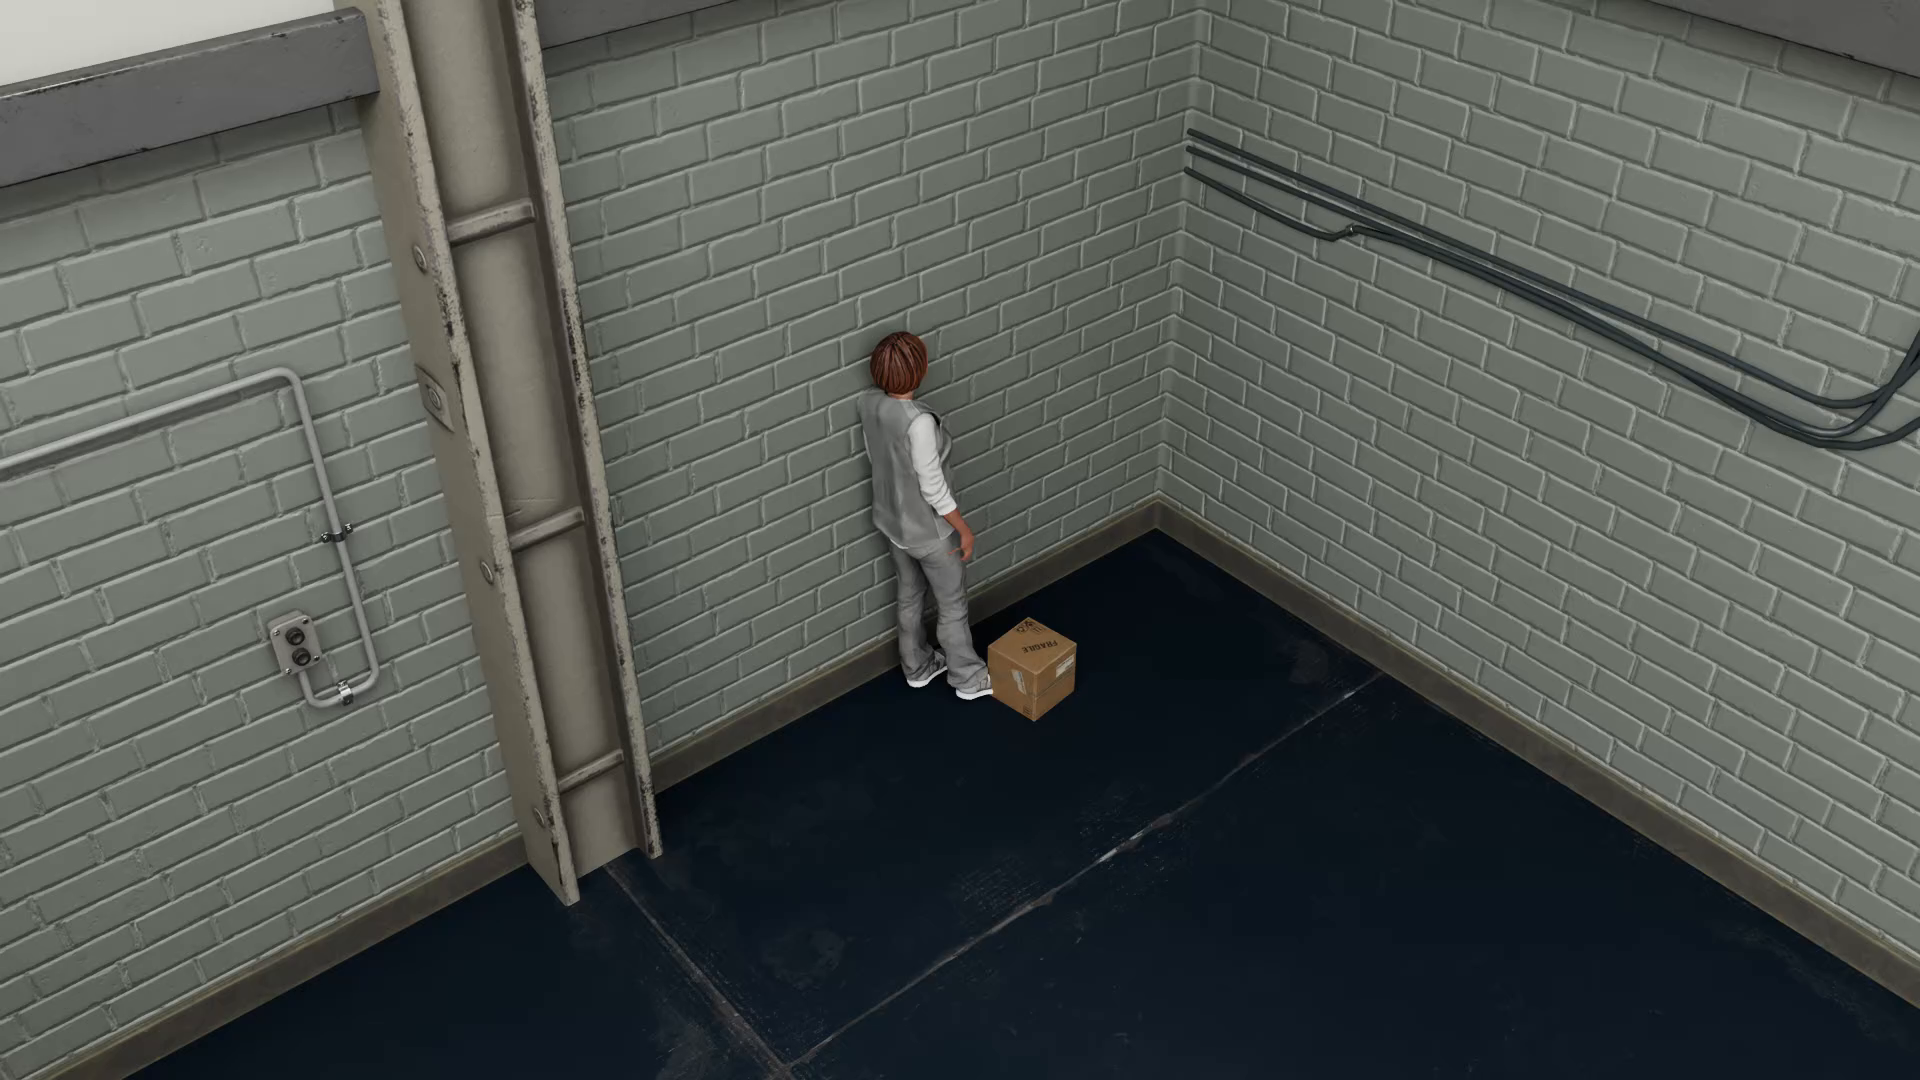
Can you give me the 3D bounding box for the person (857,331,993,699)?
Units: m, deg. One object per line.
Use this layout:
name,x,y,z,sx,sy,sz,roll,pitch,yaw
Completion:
person,-0.097,-0.093,6.268,0.475,1.597,0.521,-27,44,-31
